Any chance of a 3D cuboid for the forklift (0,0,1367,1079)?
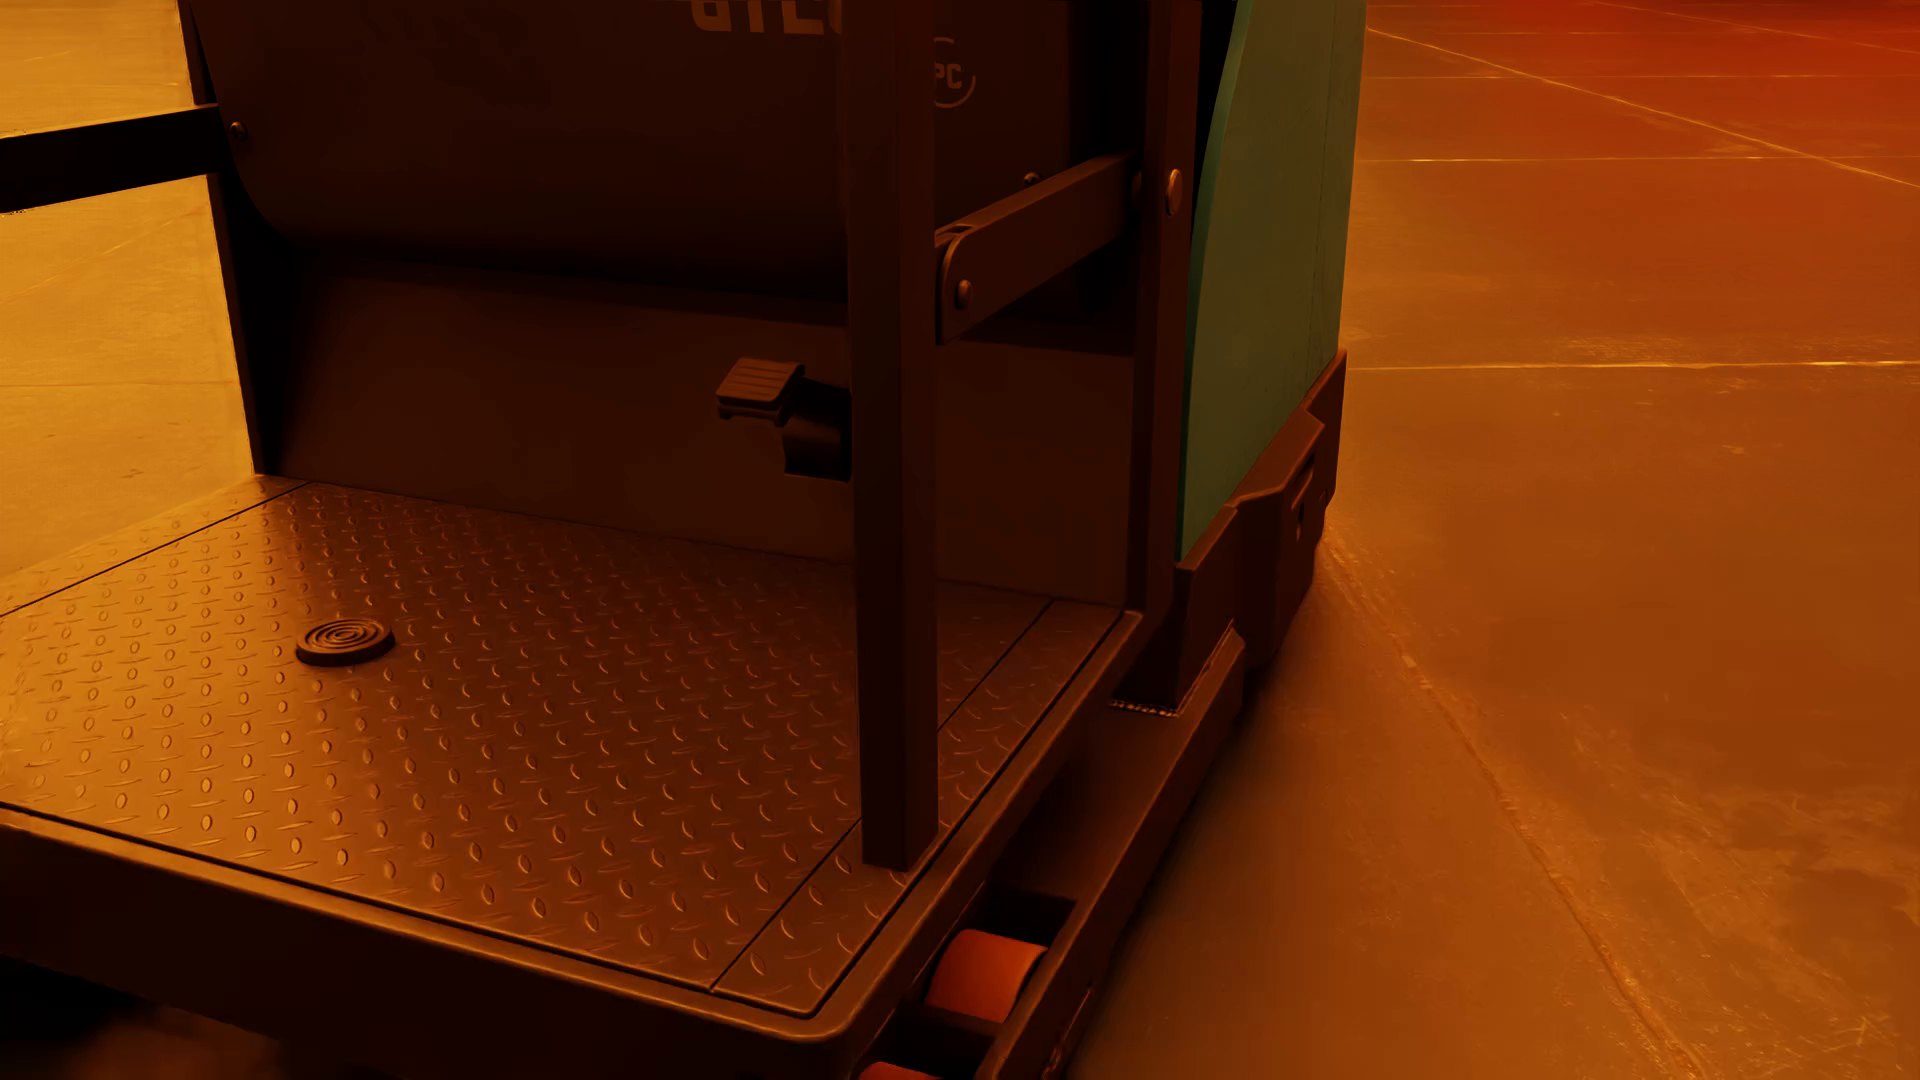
[{"bbox_3d":[-0.402,-0.965,1.184,1.130,2.935,3.031,8,23,20],"label":"forklift"}]
